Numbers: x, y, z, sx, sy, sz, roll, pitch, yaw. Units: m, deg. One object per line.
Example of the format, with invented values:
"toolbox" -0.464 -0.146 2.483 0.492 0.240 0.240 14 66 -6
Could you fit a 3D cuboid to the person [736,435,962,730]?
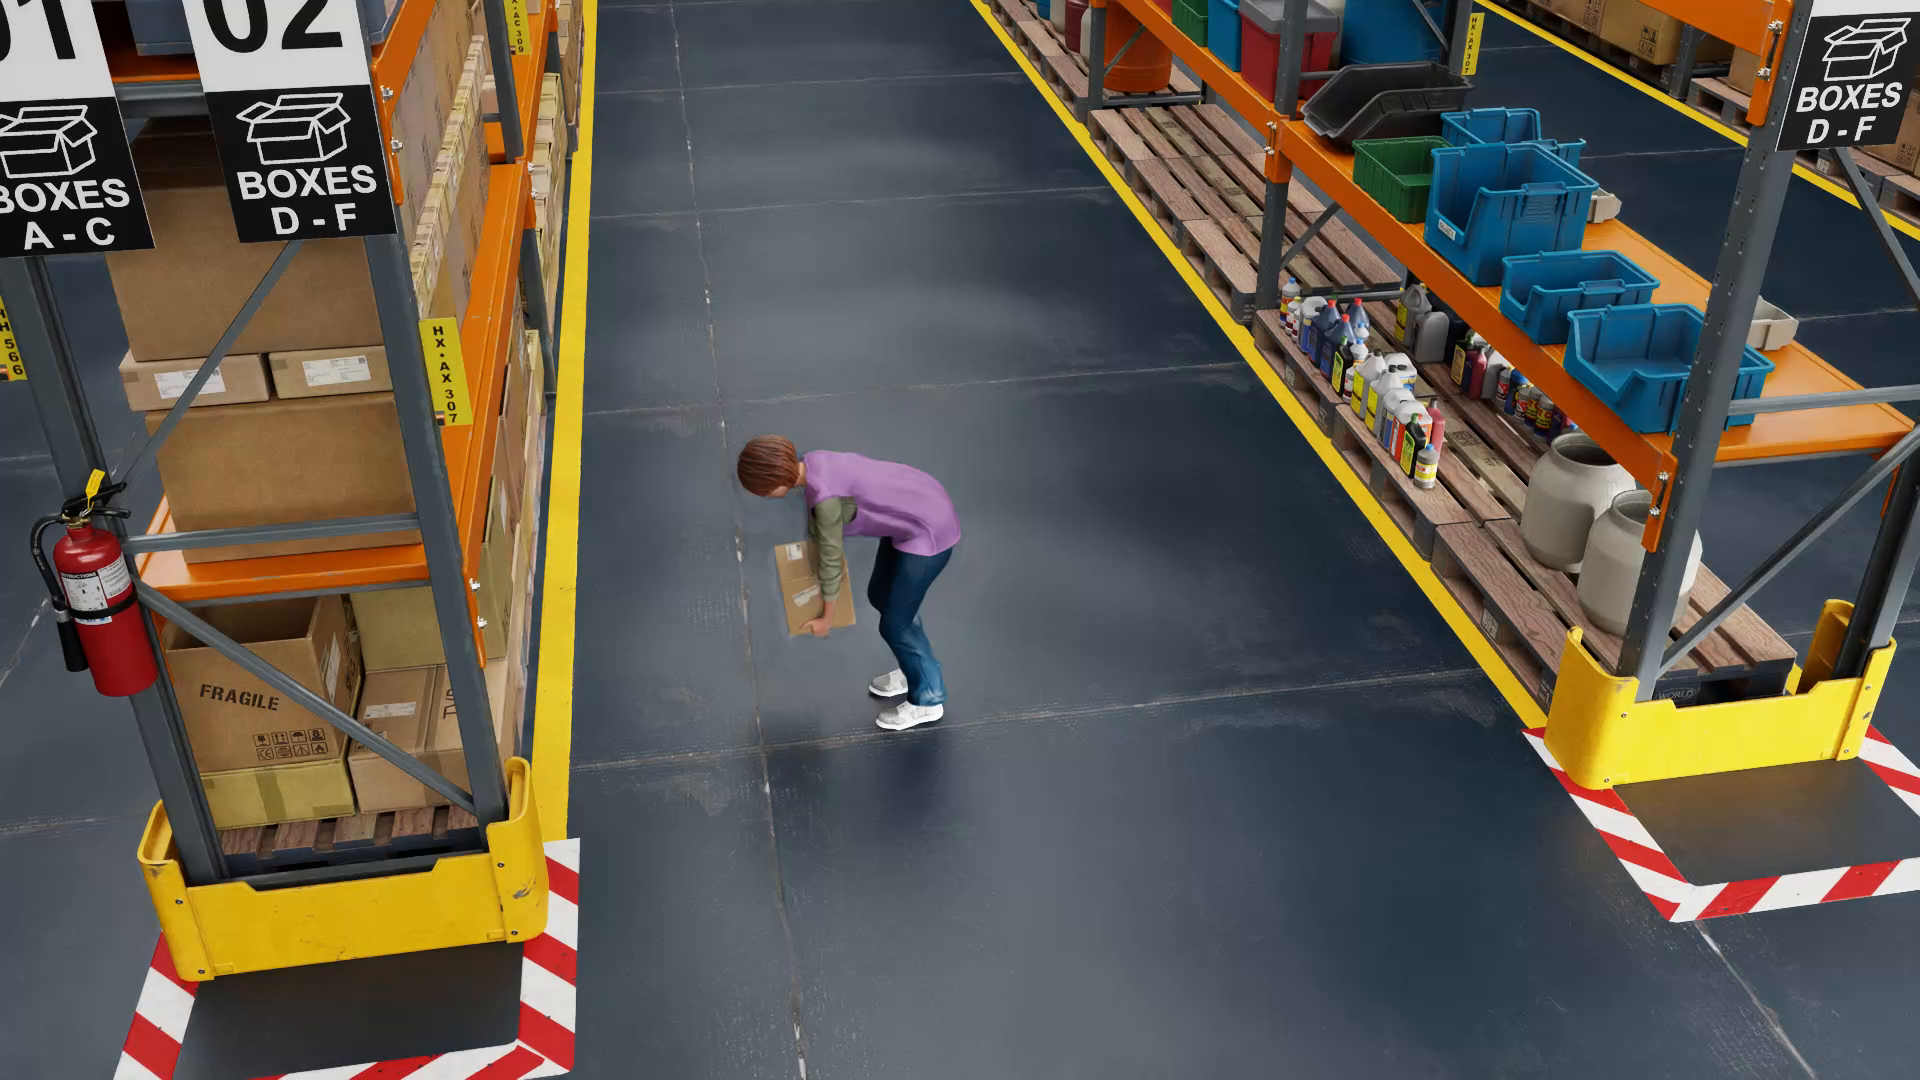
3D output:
"person" -0.399 0.176 6.269 0.810 1.170 0.380 -6 32 -10
